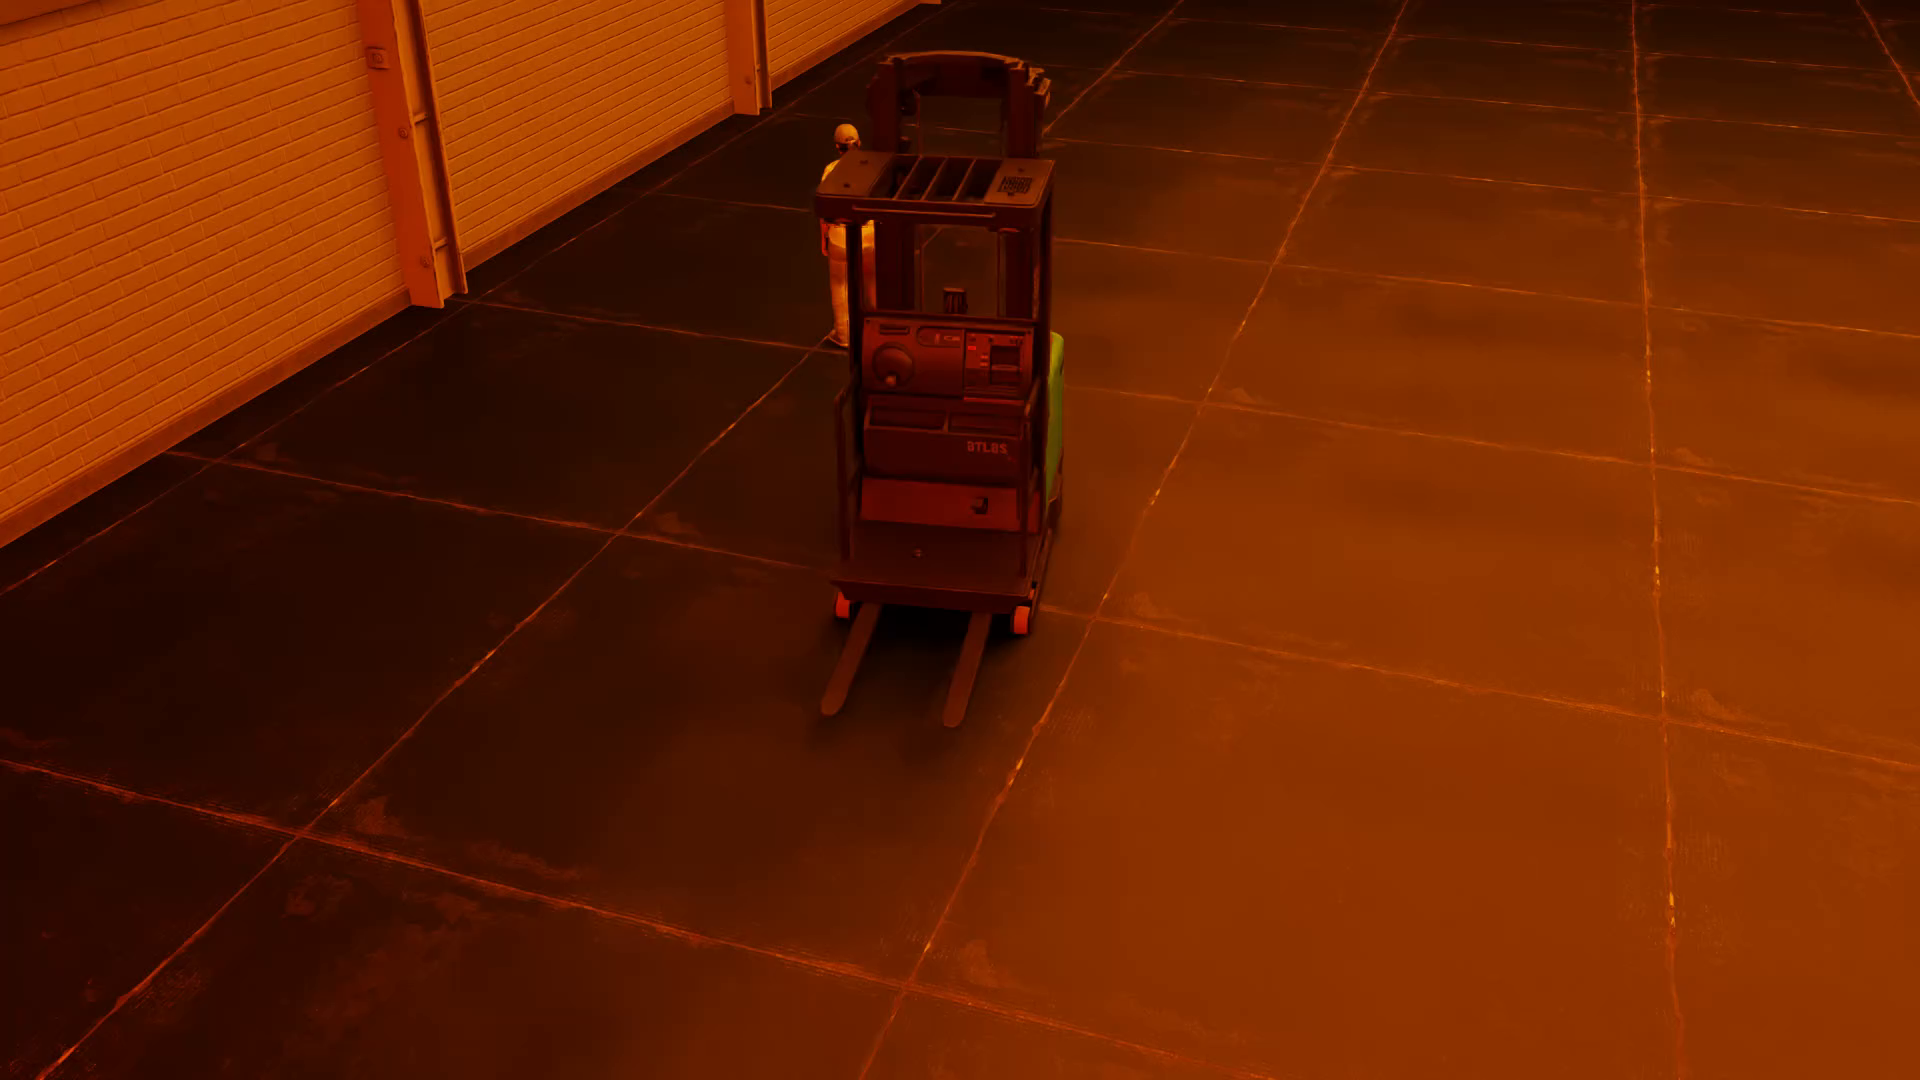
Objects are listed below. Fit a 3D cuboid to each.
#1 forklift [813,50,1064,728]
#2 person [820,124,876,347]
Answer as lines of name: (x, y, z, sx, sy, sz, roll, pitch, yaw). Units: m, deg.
forklift: (-0.101, -0.939, 8.784, 1.130, 2.935, 3.031, 5, 30, 8)
person: (-0.778, -2.255, 12.375, 0.542, 1.665, 0.469, -7, 31, -13)
